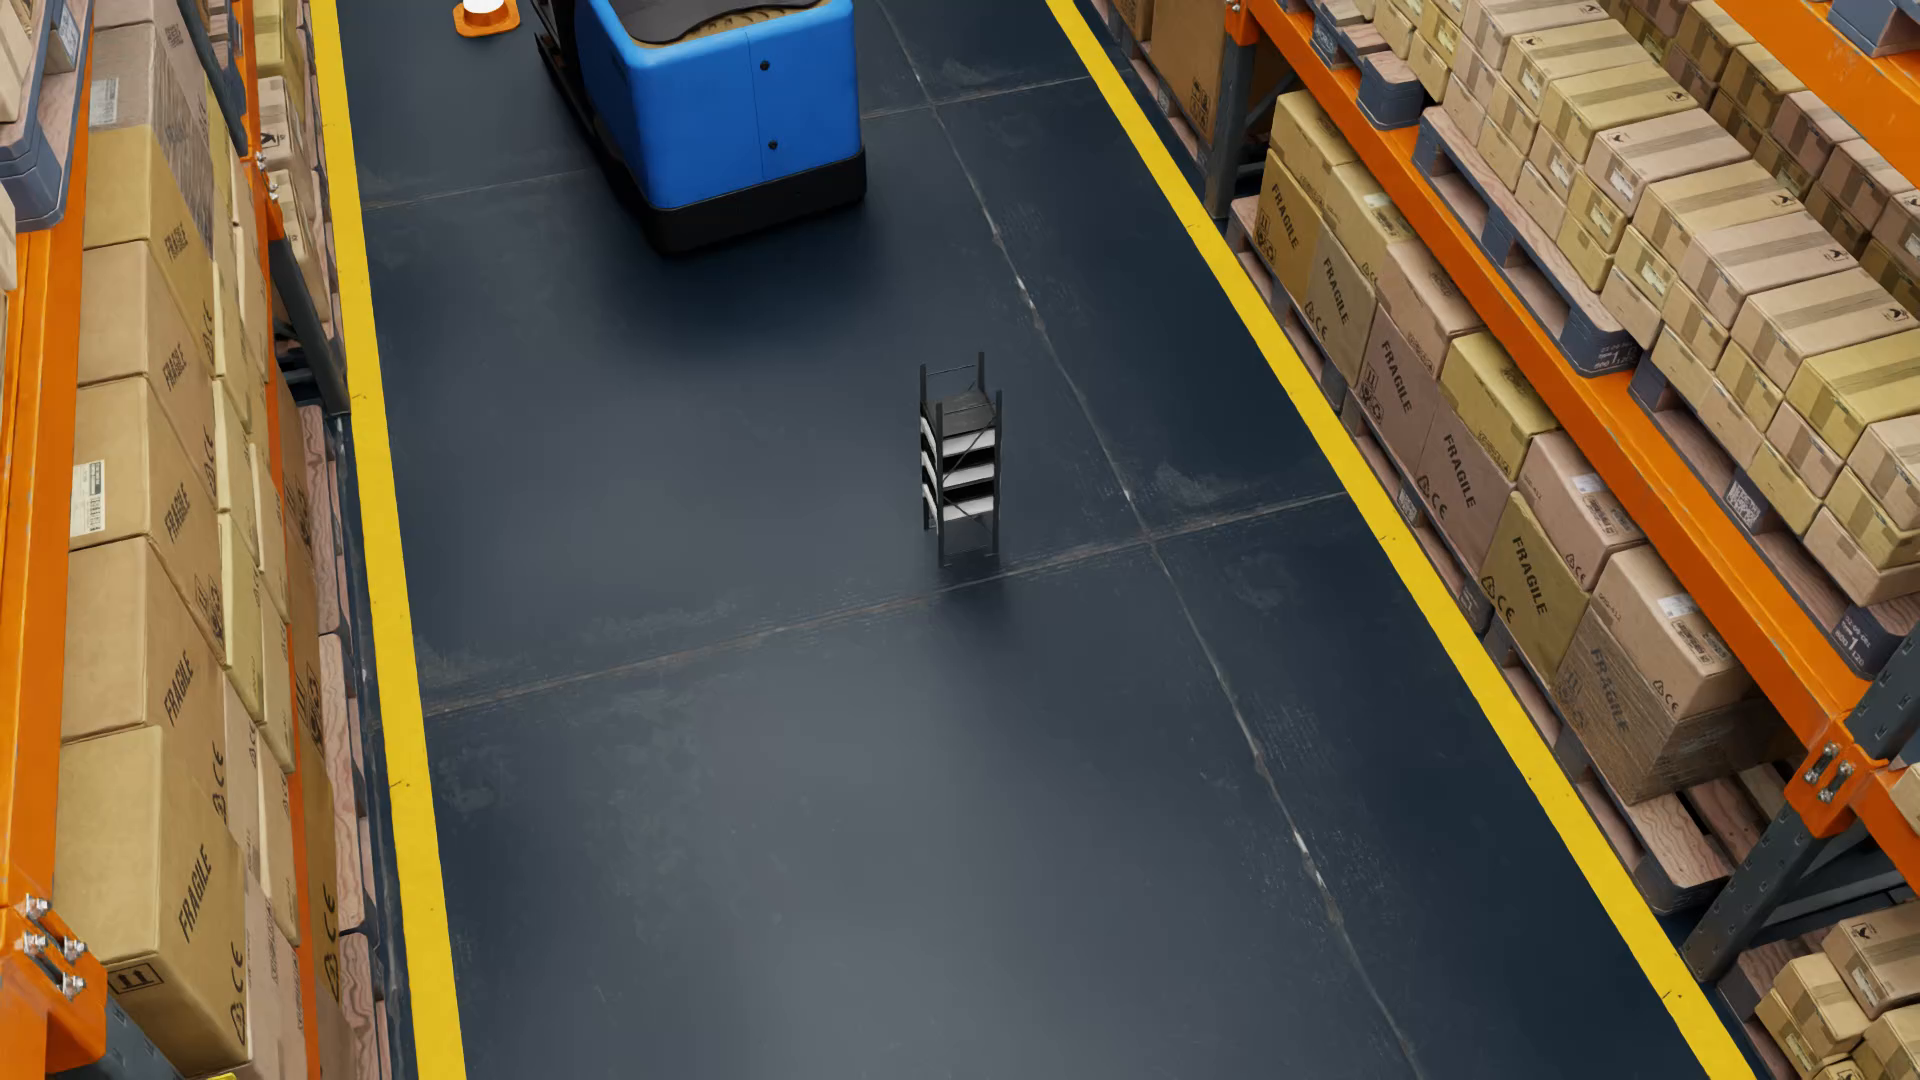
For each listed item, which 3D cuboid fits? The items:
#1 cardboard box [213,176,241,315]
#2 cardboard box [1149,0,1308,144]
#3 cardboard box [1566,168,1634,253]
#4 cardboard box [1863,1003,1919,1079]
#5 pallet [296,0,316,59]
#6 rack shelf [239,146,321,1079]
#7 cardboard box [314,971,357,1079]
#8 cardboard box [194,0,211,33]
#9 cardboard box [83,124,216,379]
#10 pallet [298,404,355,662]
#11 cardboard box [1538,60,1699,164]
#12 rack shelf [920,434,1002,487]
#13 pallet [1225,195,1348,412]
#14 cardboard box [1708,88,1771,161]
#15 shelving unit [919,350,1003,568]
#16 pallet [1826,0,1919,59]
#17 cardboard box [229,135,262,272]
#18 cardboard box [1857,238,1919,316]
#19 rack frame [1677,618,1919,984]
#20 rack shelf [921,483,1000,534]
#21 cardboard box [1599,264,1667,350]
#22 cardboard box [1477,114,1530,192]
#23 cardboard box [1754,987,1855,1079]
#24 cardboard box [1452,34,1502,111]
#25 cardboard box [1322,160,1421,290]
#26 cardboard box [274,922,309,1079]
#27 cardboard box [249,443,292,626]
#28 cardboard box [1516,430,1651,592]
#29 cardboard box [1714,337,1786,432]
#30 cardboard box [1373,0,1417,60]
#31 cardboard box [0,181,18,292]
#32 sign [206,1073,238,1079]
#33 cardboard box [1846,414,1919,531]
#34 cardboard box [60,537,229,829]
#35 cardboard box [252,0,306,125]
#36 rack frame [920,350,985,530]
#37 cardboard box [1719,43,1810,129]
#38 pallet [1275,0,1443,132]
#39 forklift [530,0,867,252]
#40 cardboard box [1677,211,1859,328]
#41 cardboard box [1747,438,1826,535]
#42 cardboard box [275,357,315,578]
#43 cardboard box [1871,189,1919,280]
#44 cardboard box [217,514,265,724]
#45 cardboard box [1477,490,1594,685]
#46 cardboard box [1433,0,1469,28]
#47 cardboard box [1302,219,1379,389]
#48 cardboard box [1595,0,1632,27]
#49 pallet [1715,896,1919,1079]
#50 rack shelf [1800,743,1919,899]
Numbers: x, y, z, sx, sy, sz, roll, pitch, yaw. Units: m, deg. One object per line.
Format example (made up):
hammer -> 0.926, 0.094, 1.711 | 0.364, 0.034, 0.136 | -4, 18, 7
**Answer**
cardboard box -> -2.510, -0.871, 5.083 | 0.500, 0.250, 0.500 | -14, 51, -12
cardboard box -> 1.553, -2.496, 7.879 | 1.050, 0.750, 0.750 | -14, 51, -11
cardboard box -> 2.130, -1.058, 5.164 | 0.380, 0.149, 0.250 | -13, 51, -11
cardboard box -> 2.759, 1.405, 4.594 | 0.380, 0.149, 0.250 | -11, 51, -9
pallet -> -4.003, -2.882, 8.831 | 1.003, 0.211, 1.213 | -13, 51, -11
rack shelf -> -2.460, 0.265, 4.825 | 1.077, 0.370, 4.000 | -13, 51, -11
cardboard box -> -2.128, 1.608, 4.337 | 0.875, 0.875, 0.875 | -12, 51, -10
cardboard box -> -2.964, -2.072, 5.790 | 0.500, 0.500, 0.500 | -15, 51, -12
cardboard box -> -2.349, -0.727, 4.471 | 0.500, 0.500, 0.500 | -13, 51, -11
pallet -> -2.890, 0.064, 6.348 | 1.003, 0.211, 1.213 | -13, 51, -11
cardboard box -> 2.059, -1.343, 5.211 | 0.380, 0.149, 0.250 | -14, 51, -11
rack shelf -> 0.002, -0.321, 6.147 | 0.258, 0.077, 0.200 | -13, 51, -11
pallet -> 1.877, -1.151, 7.372 | 1.003, 0.211, 1.213 | -13, 51, -11
cardboard box -> 2.688, -1.383, 5.439 | 0.380, 0.149, 0.250 | -14, 51, -12
shelving unit -> 0.002, -0.284, 6.191 | 0.258, 0.900, 0.210 | -13, 51, -11
pallet -> 2.749, -1.081, 3.650 | 1.213, 0.211, 1.003 | -13, 51, -11
cardboard box -> -2.654, -1.069, 5.577 | 0.500, 0.250, 0.500 | -15, 51, -12
cardboard box -> 2.920, -0.808, 4.954 | 0.380, 0.149, 0.250 | -15, 52, -13
rack frame -> 2.830, 0.301, 4.324 | 1.000, 3.000, 0.127 | -13, 51, -11
rack shelf -> 0.002, -0.147, 6.354 | 0.258, 0.077, 0.200 | -13, 51, -11
cardboard box -> 2.213, -0.756, 5.105 | 0.380, 0.149, 0.250 | -15, 52, -13
cardboard box -> 1.981, -1.335, 5.593 | 0.380, 0.149, 0.250 | -13, 51, -10
cardboard box -> 2.631, 1.423, 4.968 | 0.380, 0.149, 0.250 | -15, 52, -13
cardboard box -> 1.910, -1.615, 5.634 | 0.380, 0.149, 0.250 | -13, 51, -11
cardboard box -> 1.770, -1.263, 6.513 | 0.500, 0.250, 0.500 | -14, 51, -11
cardboard box -> -1.747, 1.161, 3.697 | 0.500, 0.250, 0.500 | -14, 51, -12
cardboard box -> -2.176, 0.038, 4.644 | 0.500, 0.250, 0.500 | -14, 51, -12
cardboard box -> 2.229, -0.136, 5.562 | 0.500, 0.250, 0.500 | -11, 51, -9
cardboard box -> 2.374, -0.470, 4.669 | 0.380, 0.149, 0.250 | -11, 51, -9
cardboard box -> 1.746, -1.910, 6.077 | 0.380, 0.149, 0.250 | -11, 51, -9
cardboard box -> -1.908, -0.537, 2.946 | 0.380, 0.166, 0.250 | -16, 52, -13
sign -> -1.339, 1.062, 3.064 | 0.100, 0.325, 0.005 | -13, 51, -11
cardboard box -> 2.525, -0.195, 4.242 | 0.380, 0.149, 0.250 | -11, 51, -9
cardboard box -> -1.901, 0.387, 3.532 | 0.500, 0.500, 0.500 | -14, 51, -11
cardboard box -> -3.654, -2.223, 7.896 | 0.950, 0.372, 0.625 | -12, 51, -10
rack frame -> -0.028, -0.358, 6.253 | 0.240, 0.900, 0.006 | -13, 51, -11
cardboard box -> 2.687, -1.477, 5.324 | 0.380, 0.149, 0.250 | -12, 51, -10
pallet -> 1.960, -2.063, 6.442 | 1.213, 0.211, 1.003 | -13, 51, -11
forklift -> -1.529, -3.392, 7.483 | 1.130, 2.935, 3.031 | -20, 53, -16
cardboard box -> 2.292, -0.771, 4.729 | 0.380, 0.149, 0.250 | -13, 51, -11
cardboard box -> 2.446, -0.189, 4.626 | 0.380, 0.149, 0.250 | -13, 51, -11
cardboard box -> -2.927, -0.355, 5.992 | 0.875, 0.875, 0.875 | -14, 51, -11
cardboard box -> 2.920, -0.910, 4.846 | 0.380, 0.149, 0.250 | -14, 51, -11
cardboard box -> -2.034, 0.247, 4.141 | 0.500, 0.250, 0.500 | -13, 51, -11
cardboard box -> 2.219, 0.113, 5.843 | 0.500, 0.500, 0.500 | -14, 51, -12
cardboard box -> 1.827, -1.916, 5.694 | 0.380, 0.149, 0.250 | -15, 52, -12
cardboard box -> 1.765, -1.010, 6.789 | 0.500, 0.500, 0.500 | -13, 51, -11
cardboard box -> 2.463, -1.944, 5.912 | 0.380, 0.149, 0.250 | -13, 51, -11
pallet -> 3.063, 1.682, 4.984 | 1.003, 0.211, 1.213 | -13, 51, -11
rack shelf -> 3.422, 1.993, 3.368 | 1.077, 0.370, 4.000 | -13, 51, -11
